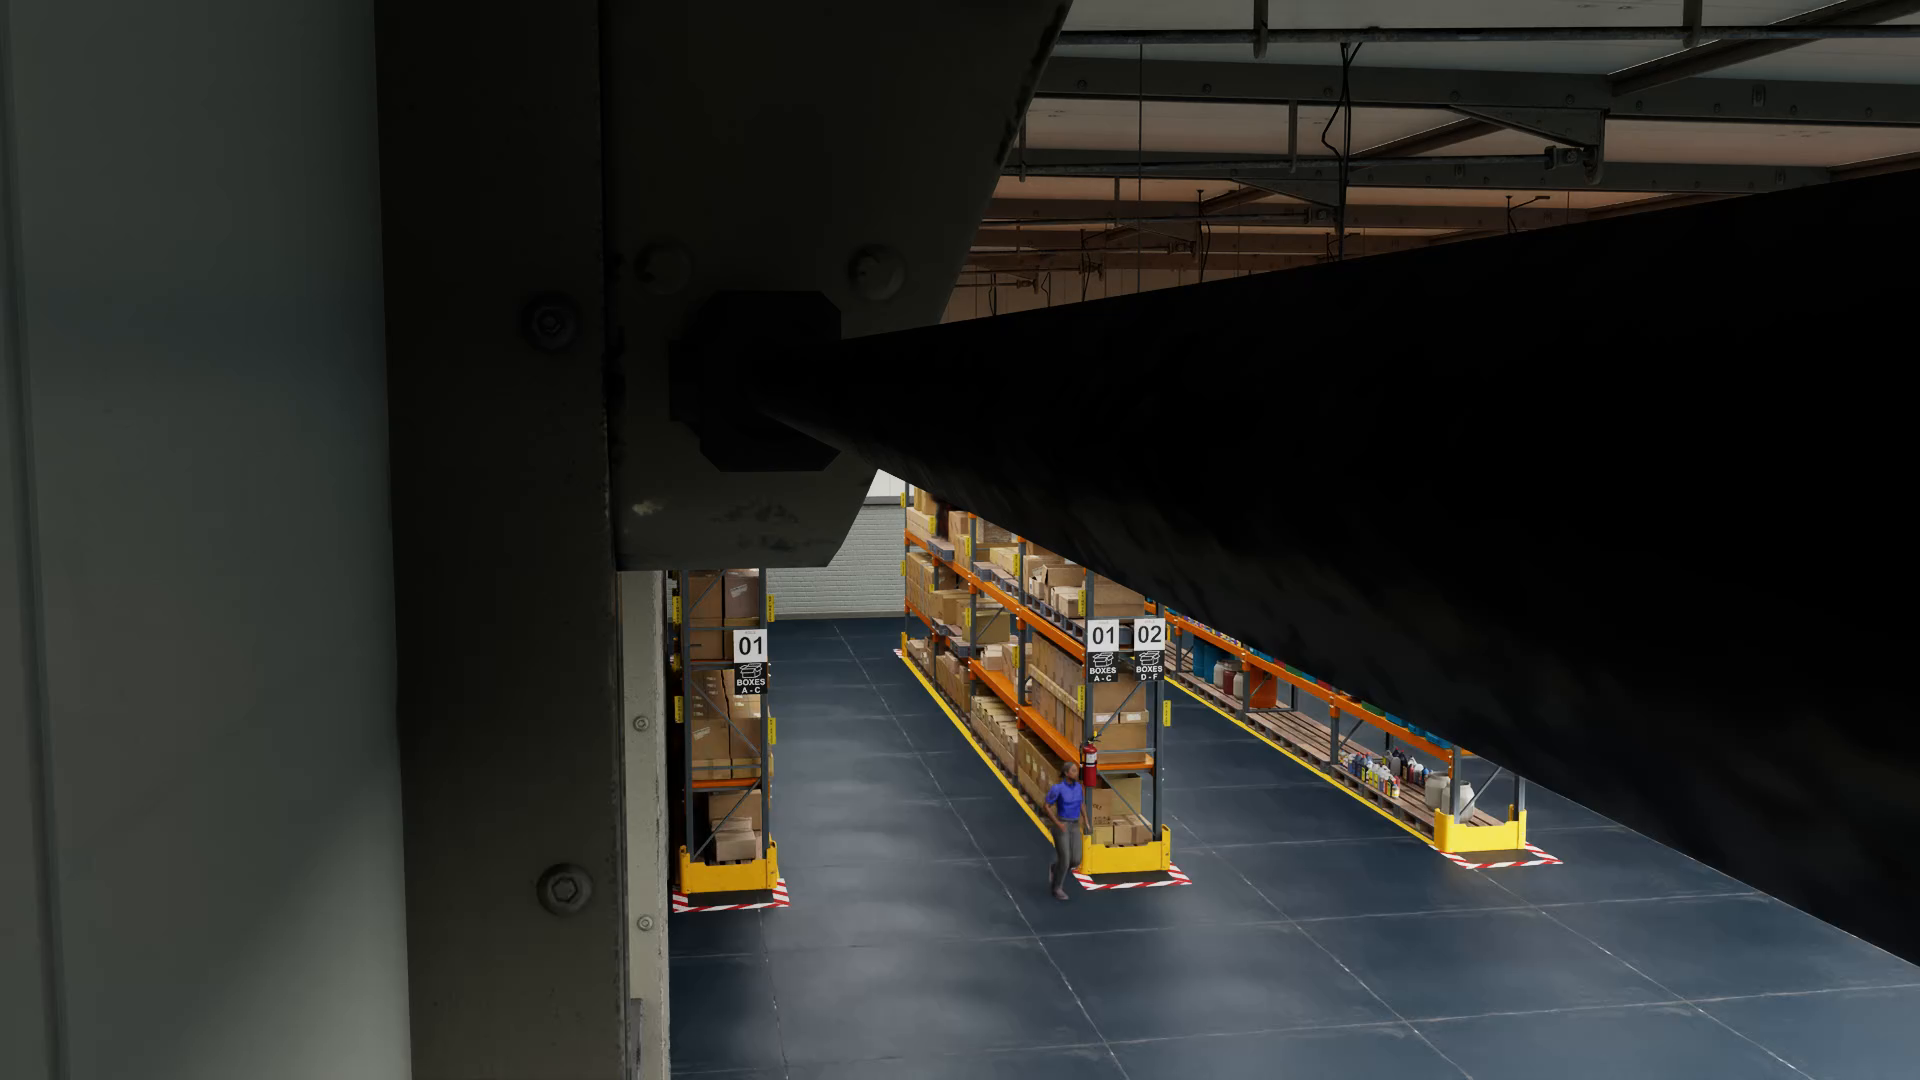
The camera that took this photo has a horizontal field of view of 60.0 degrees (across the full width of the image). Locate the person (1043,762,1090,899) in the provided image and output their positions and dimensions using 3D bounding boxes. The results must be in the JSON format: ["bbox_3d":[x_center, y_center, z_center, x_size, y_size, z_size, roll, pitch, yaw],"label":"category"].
[{"bbox_3d":[1.293,3.473,19.999,0.640,1.614,0.478,-5,7,-37],"label":"person"}]
